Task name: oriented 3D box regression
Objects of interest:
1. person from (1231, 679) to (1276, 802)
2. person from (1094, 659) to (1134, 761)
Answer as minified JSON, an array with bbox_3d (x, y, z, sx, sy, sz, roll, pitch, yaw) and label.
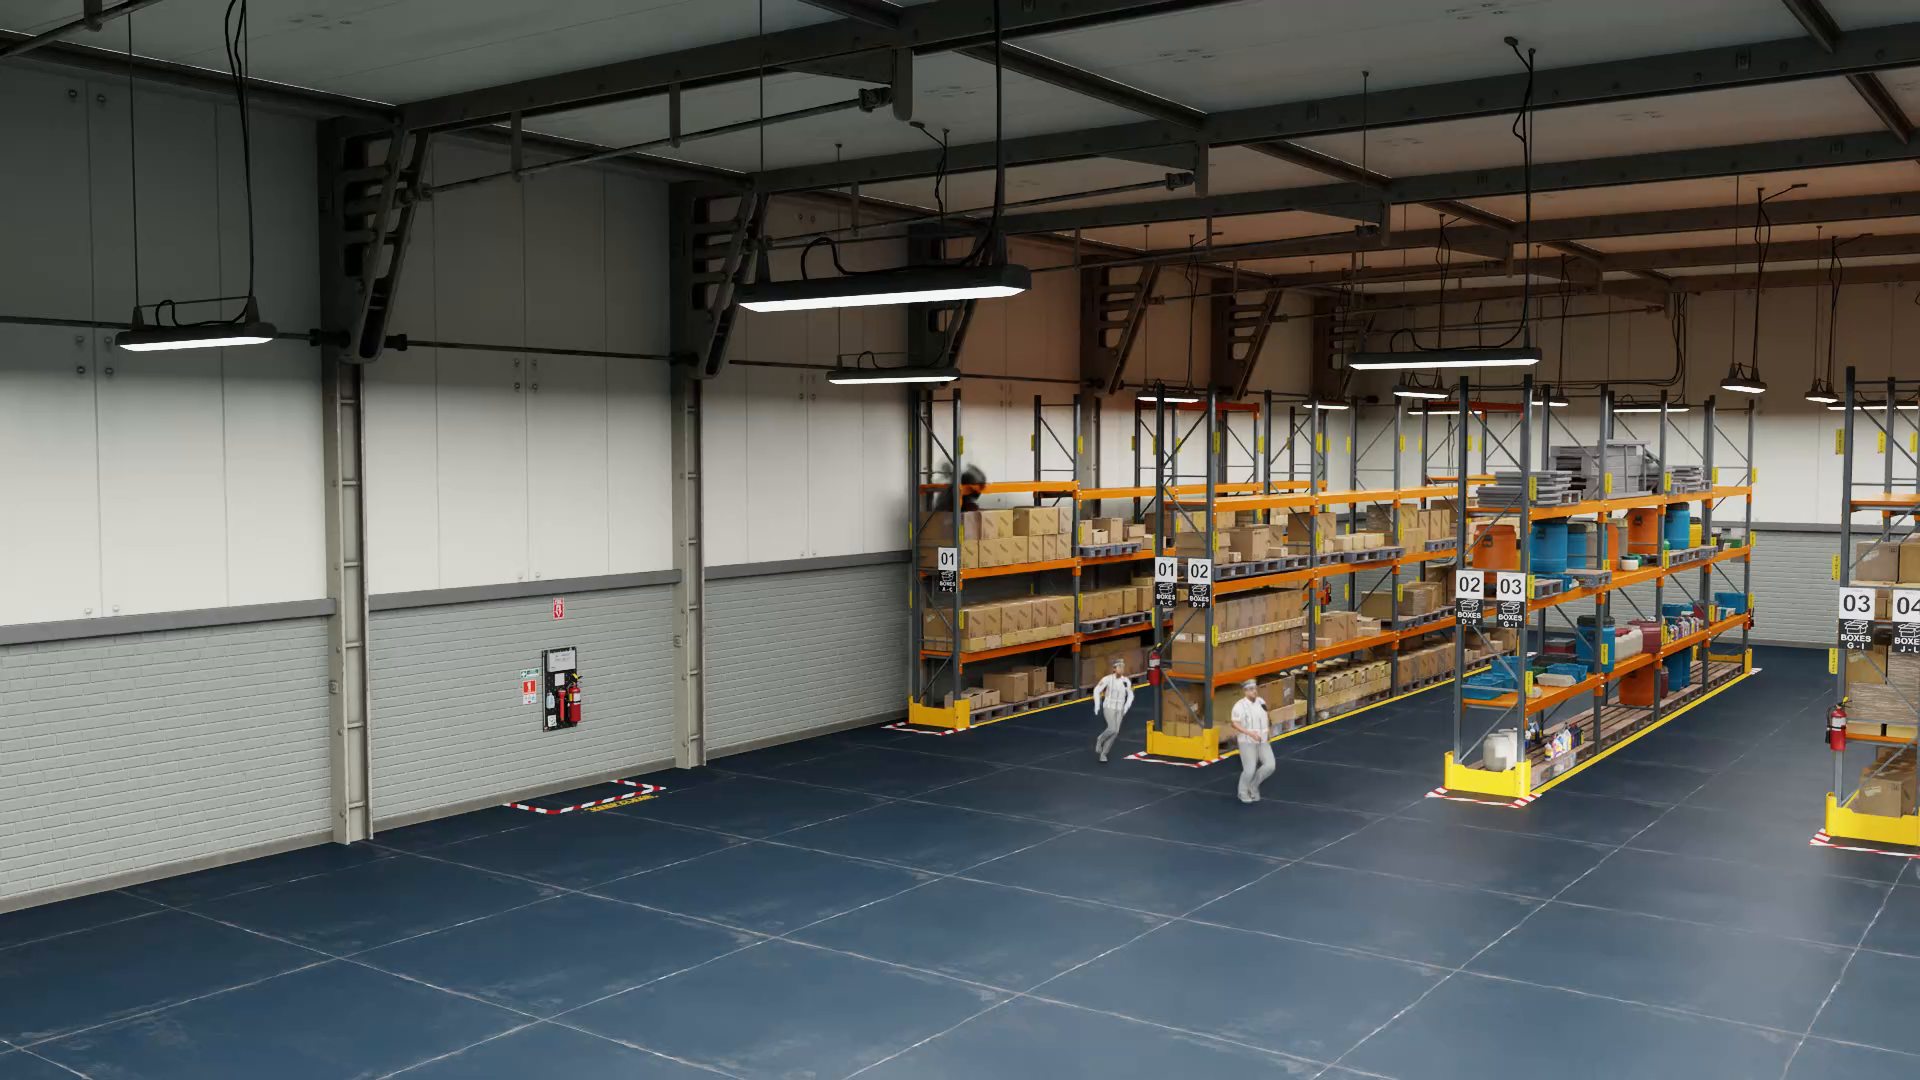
[{"bbox_3d":[4.119,2.803,23.239,0.675,1.744,0.612,-2,4,-25],"label":"person"},{"bbox_3d":[2.475,2.689,26.311,0.638,1.620,0.488,-1,3,-14],"label":"person"}]
